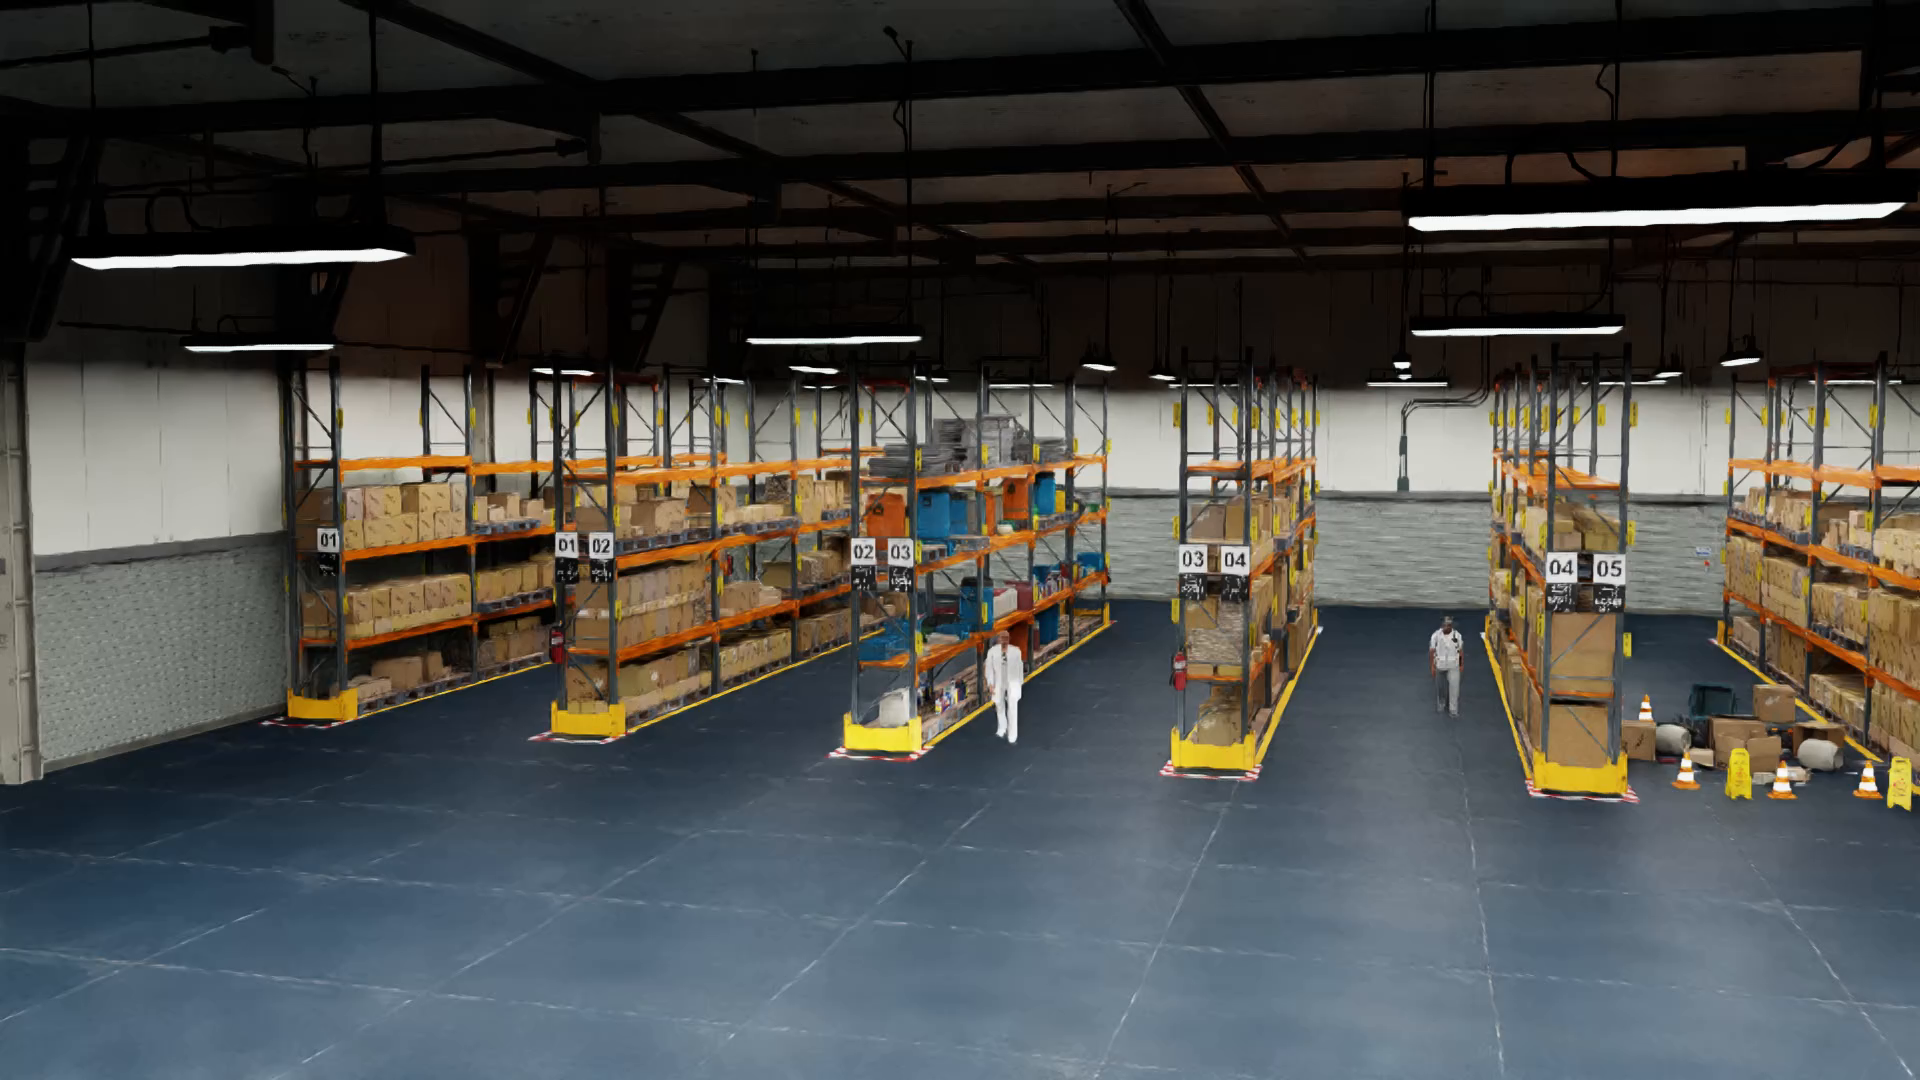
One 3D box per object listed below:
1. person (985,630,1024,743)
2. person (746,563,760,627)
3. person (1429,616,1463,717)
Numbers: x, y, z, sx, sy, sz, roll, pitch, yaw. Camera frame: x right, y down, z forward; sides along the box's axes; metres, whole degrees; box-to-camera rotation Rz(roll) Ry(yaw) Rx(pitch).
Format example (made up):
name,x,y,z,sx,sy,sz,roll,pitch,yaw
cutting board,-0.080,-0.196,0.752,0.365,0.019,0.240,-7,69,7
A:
name,x,y,z,sx,sy,sz,roll,pitch,yaw
person,0.683,2.239,25.739,0.580,1.715,1.103,1,4,7
person,-4.678,1.366,37.922,0.431,1.684,0.555,-1,4,-15
person,8.168,2.093,27.953,0.544,1.669,1.112,1,4,18
